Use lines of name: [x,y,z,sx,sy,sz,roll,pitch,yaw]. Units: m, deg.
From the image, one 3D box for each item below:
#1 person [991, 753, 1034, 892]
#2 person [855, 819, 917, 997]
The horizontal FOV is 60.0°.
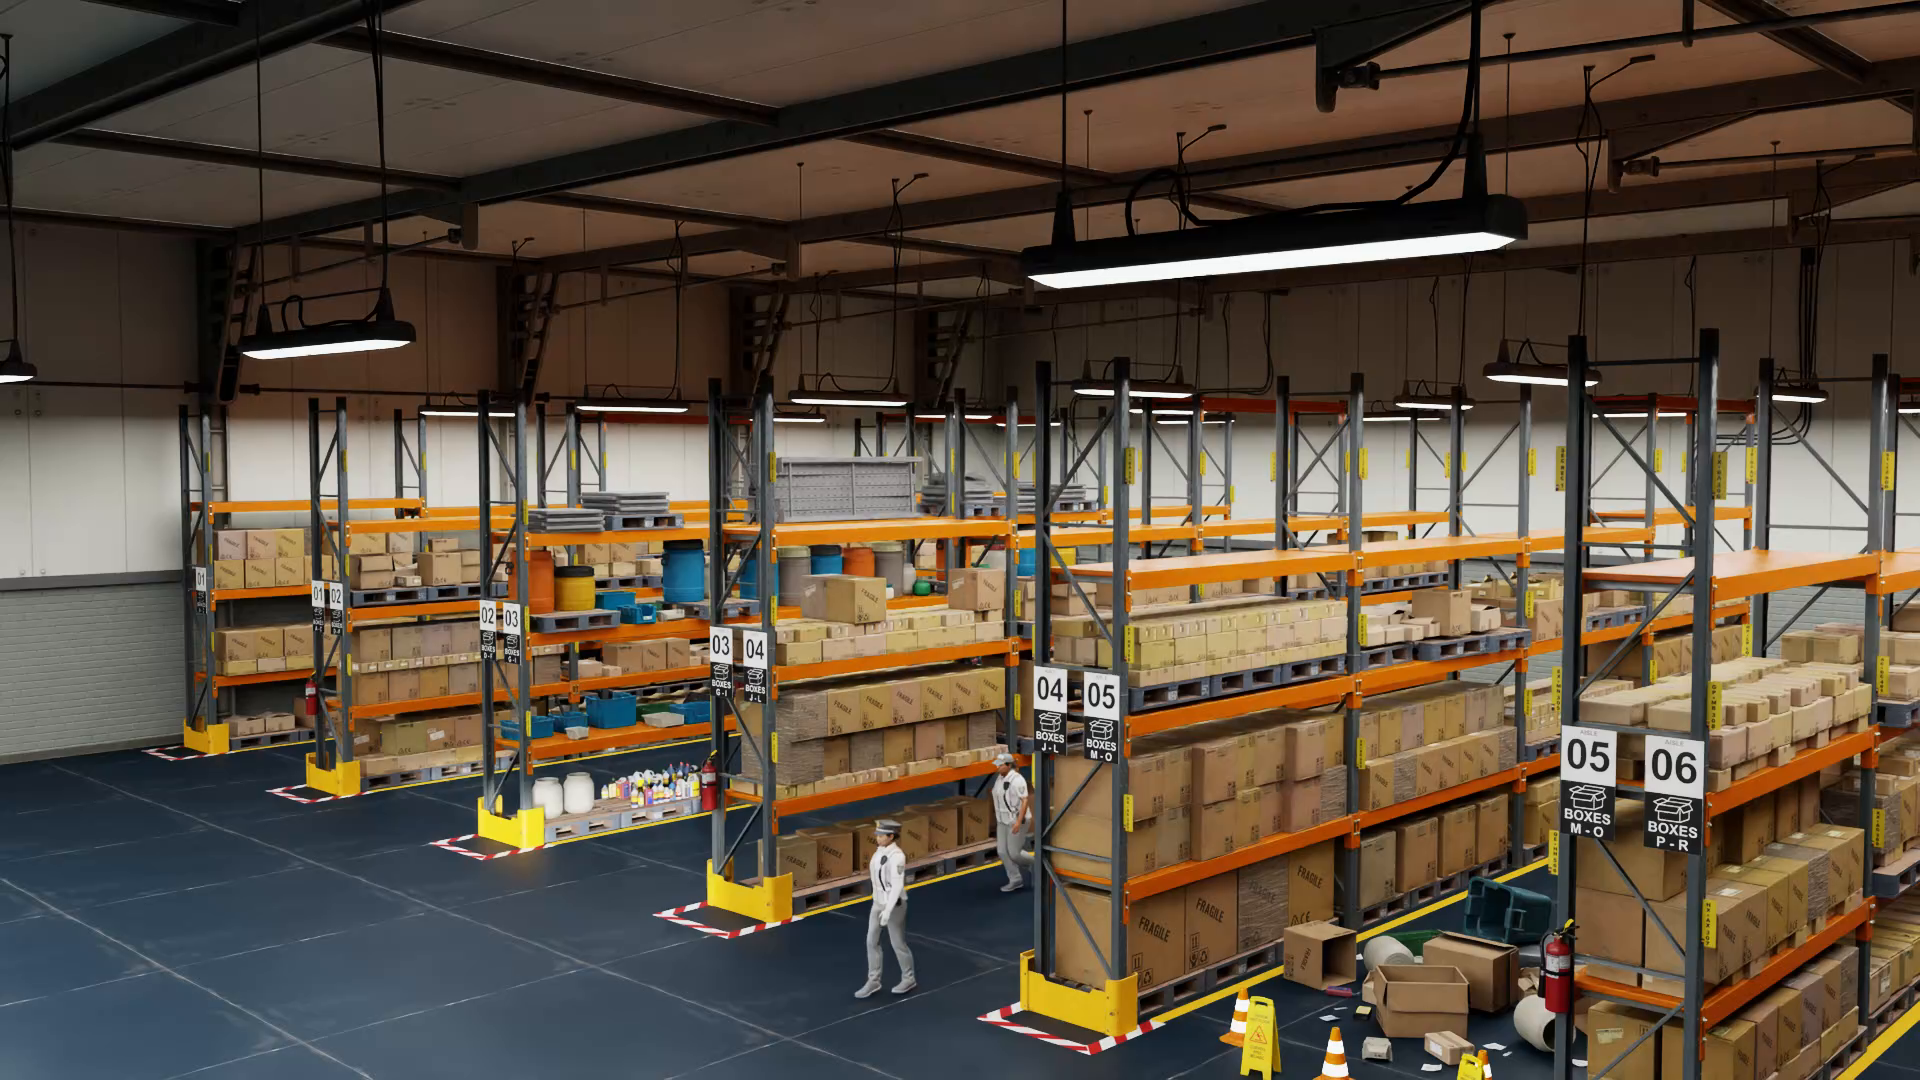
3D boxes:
person: [0.669,3.317,19.651,0.640,1.642,0.539,-2,4,-33]
person: [-0.704,3.504,15.847,0.599,1.698,0.539,-2,3,-30]
